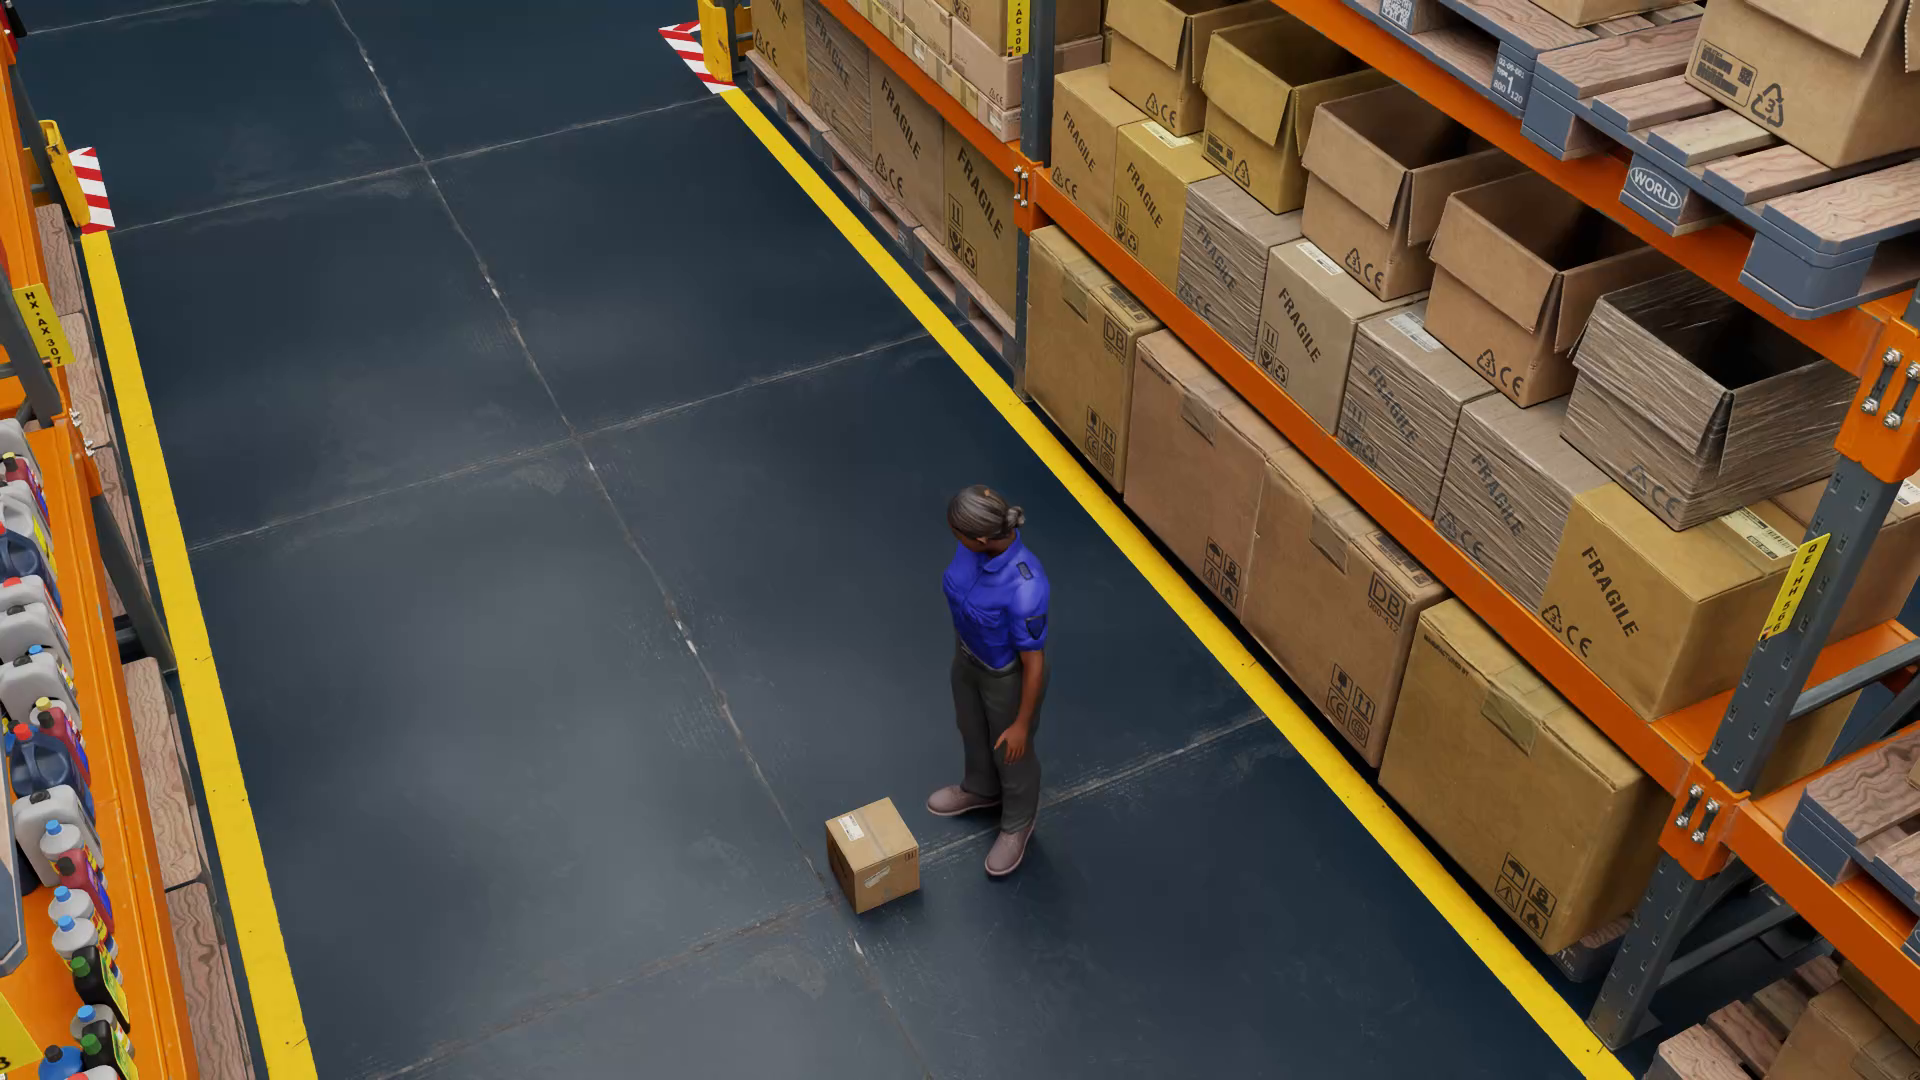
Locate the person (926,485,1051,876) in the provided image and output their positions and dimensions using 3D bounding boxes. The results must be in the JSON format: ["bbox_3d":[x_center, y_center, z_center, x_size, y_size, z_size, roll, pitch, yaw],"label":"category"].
[{"bbox_3d":[0.129,0.469,5.631,0.333,1.664,0.543,-24,47,-25],"label":"person"}]
